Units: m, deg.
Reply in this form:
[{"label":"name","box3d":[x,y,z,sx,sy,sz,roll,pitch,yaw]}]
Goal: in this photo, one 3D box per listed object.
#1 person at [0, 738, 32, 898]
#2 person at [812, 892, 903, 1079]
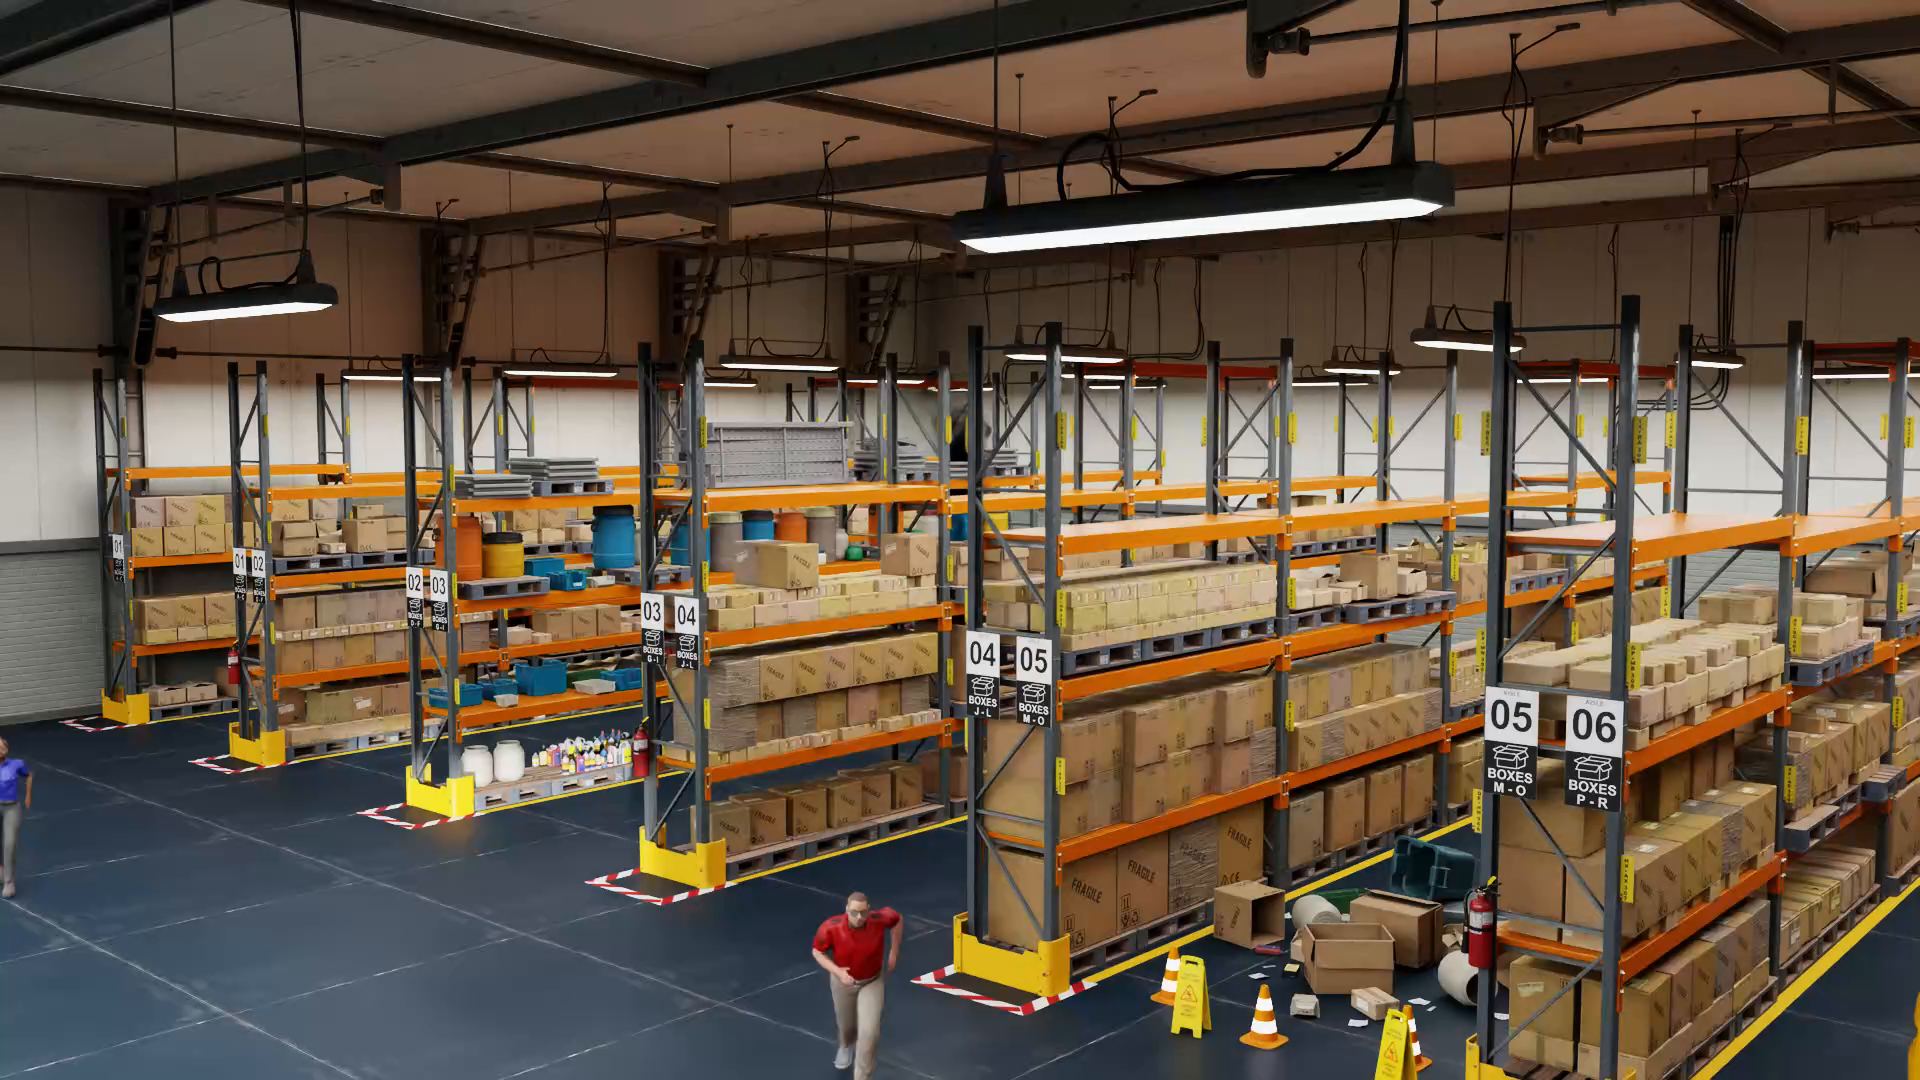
[{"label":"person","box3d":[-10.453,2.981,18.142,0.604,1.663,0.901,-2,5,-29]},{"label":"person","box3d":[-0.795,3.435,12.780,0.705,1.697,1.004,-1,4,-9]}]
